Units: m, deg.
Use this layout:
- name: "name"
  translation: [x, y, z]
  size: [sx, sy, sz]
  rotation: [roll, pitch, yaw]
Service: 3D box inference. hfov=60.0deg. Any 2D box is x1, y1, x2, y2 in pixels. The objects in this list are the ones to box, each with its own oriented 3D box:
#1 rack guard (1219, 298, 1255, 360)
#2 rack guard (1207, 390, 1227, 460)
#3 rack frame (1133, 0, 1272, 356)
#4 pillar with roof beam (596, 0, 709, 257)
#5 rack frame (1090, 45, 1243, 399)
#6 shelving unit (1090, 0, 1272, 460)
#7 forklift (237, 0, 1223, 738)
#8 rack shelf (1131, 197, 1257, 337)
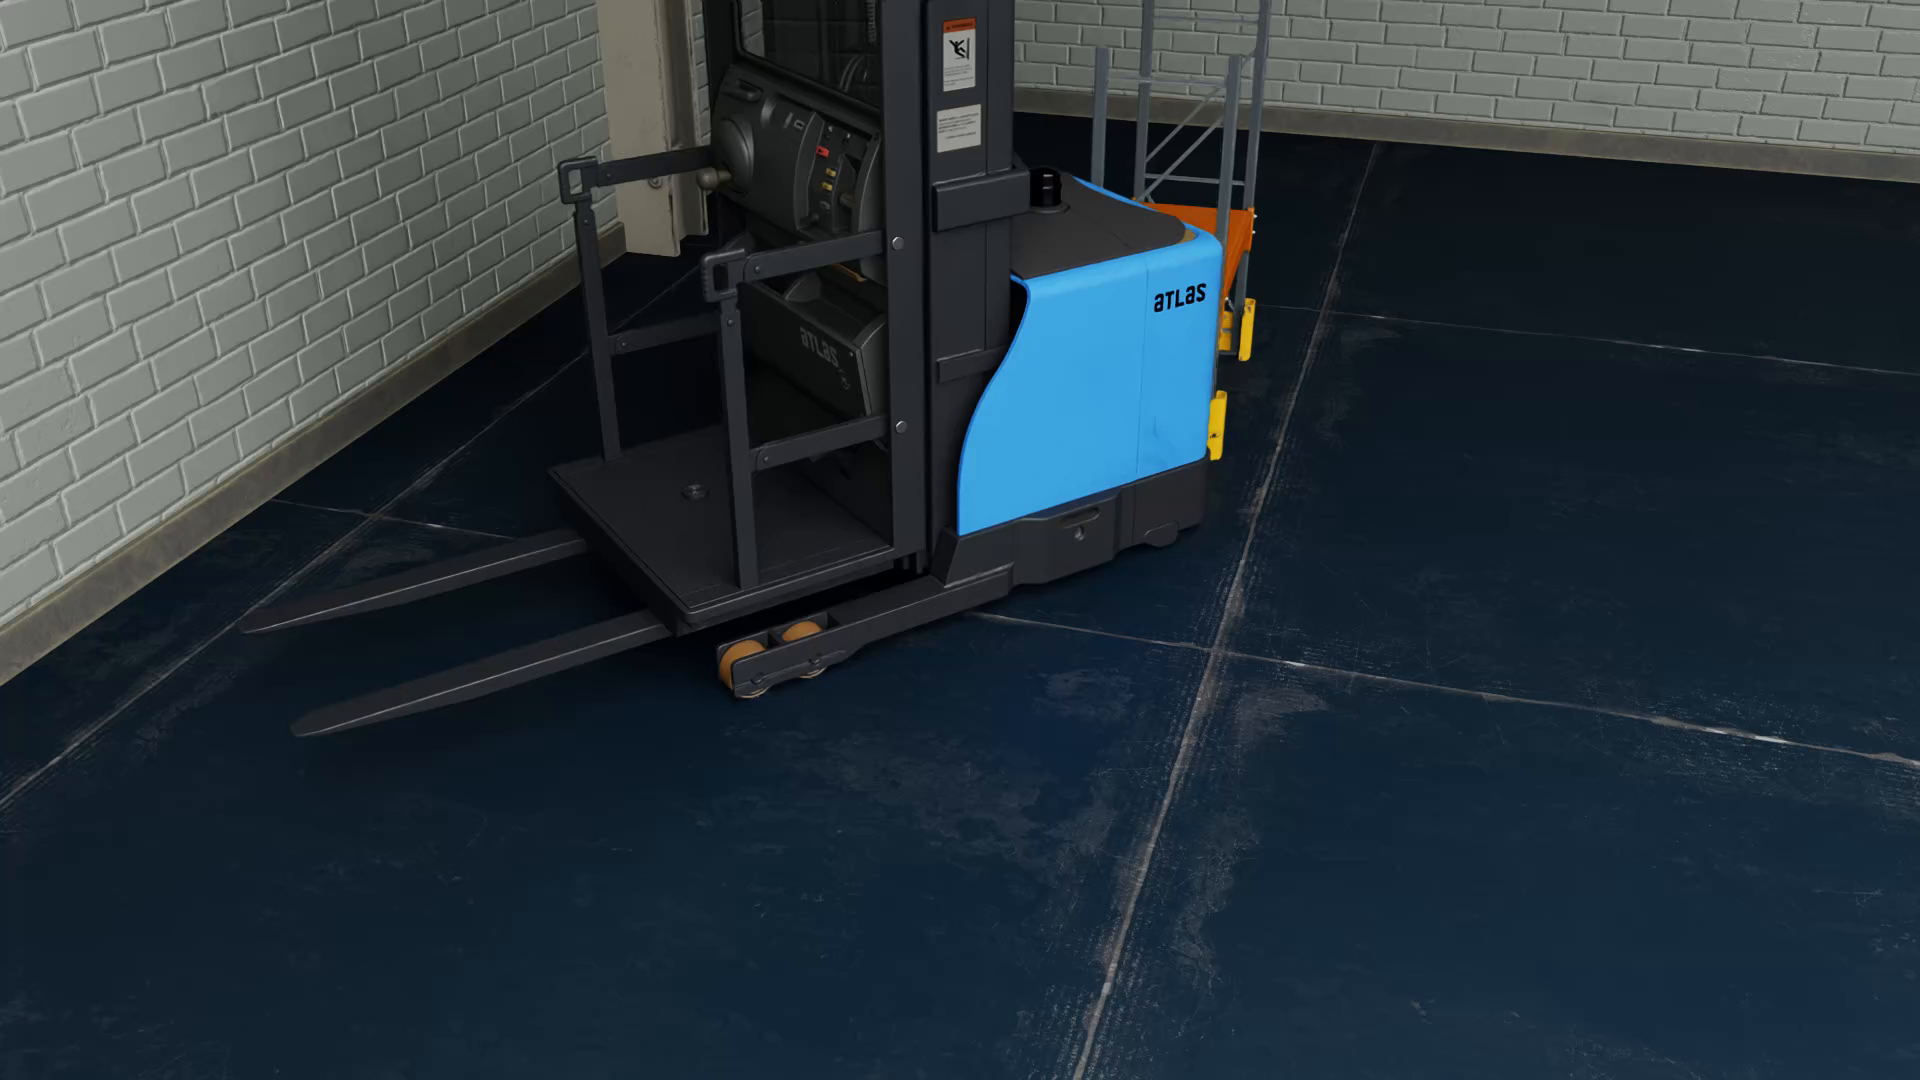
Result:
- name: "rack guard"
  translation: [0.966, -0.934, 7.171]
  size: [0.587, 0.250, 0.087]
  rotation: [7, 30, 13]
- name: "rack guard"
  translation: [0.710, -0.466, 6.330]
  size: [0.587, 0.250, 0.087]
  rotation: [7, 30, 13]
- name: "rack frame"
  translation: [0.971, -1.489, 6.884]
  size: [0.500, 1.500, 0.032]
  rotation: [7, 30, 13]
- name: "pillar with roof beam"
  translation: [2.611, -4.843, 5.199]
  size: [9.100, 9.000, 0.400]
  rotation: [8, 30, 15]
- name: "rack frame"
  translation: [0.710, -1.011, 6.025]
  size: [0.500, 1.500, 0.032]
  rotation: [7, 30, 13]
- name: "shelving unit"
  translation: [0.838, -1.246, 6.447]
  size: [0.587, 1.500, 1.083]
  rotation: [7, 30, 13]
- name: "forklift"
  translation: [-0.661, -1.108, 4.726]
  size: [3.031, 2.935, 1.130]
  rotation: [-18, 34, -29]
- name: "rack shelf"
  translation: [0.840, -1.093, 6.542]
  size: [0.538, 0.185, 1.000]
  rotation: [7, 30, 13]
